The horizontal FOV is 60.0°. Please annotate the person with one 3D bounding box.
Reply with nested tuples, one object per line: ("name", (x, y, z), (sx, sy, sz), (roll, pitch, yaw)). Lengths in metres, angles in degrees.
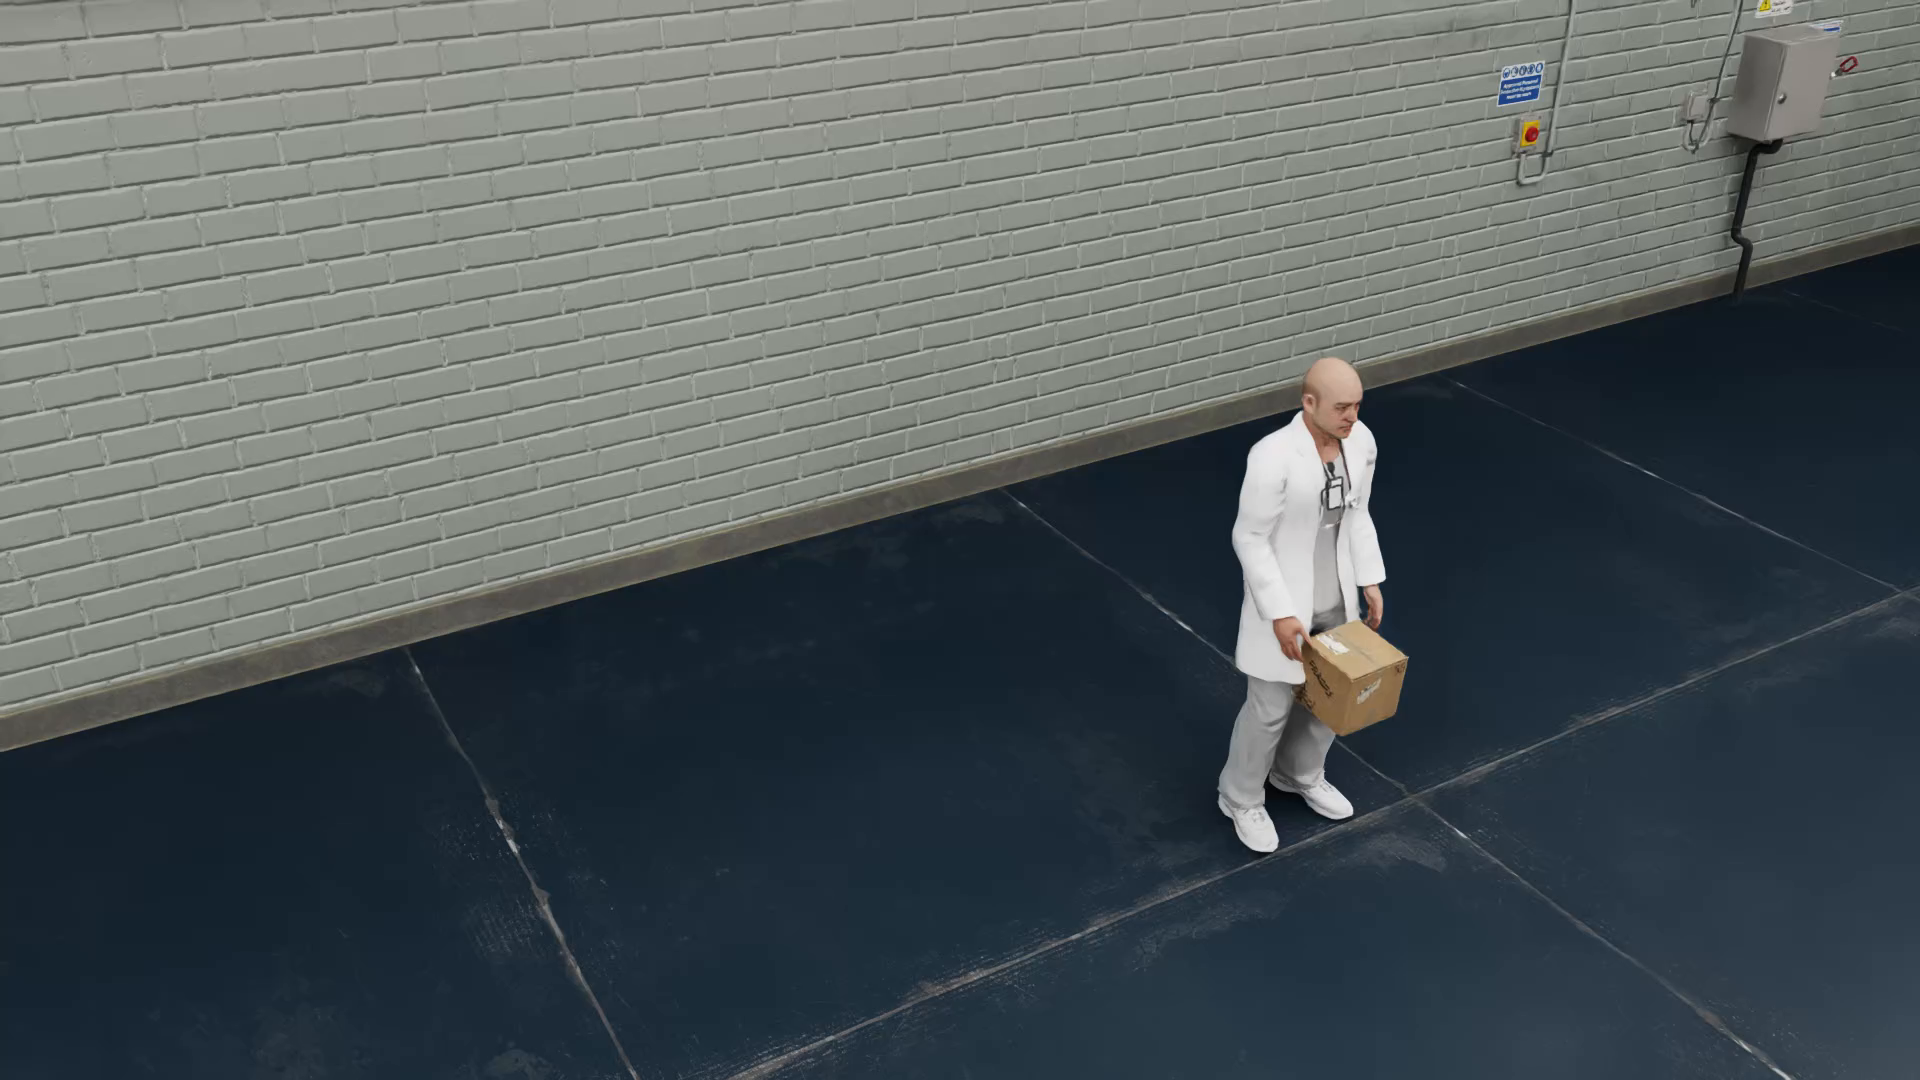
("person", (1.206, 0.208, 5.758), (0.656, 1.774, 0.416), (-17, 33, -28))
